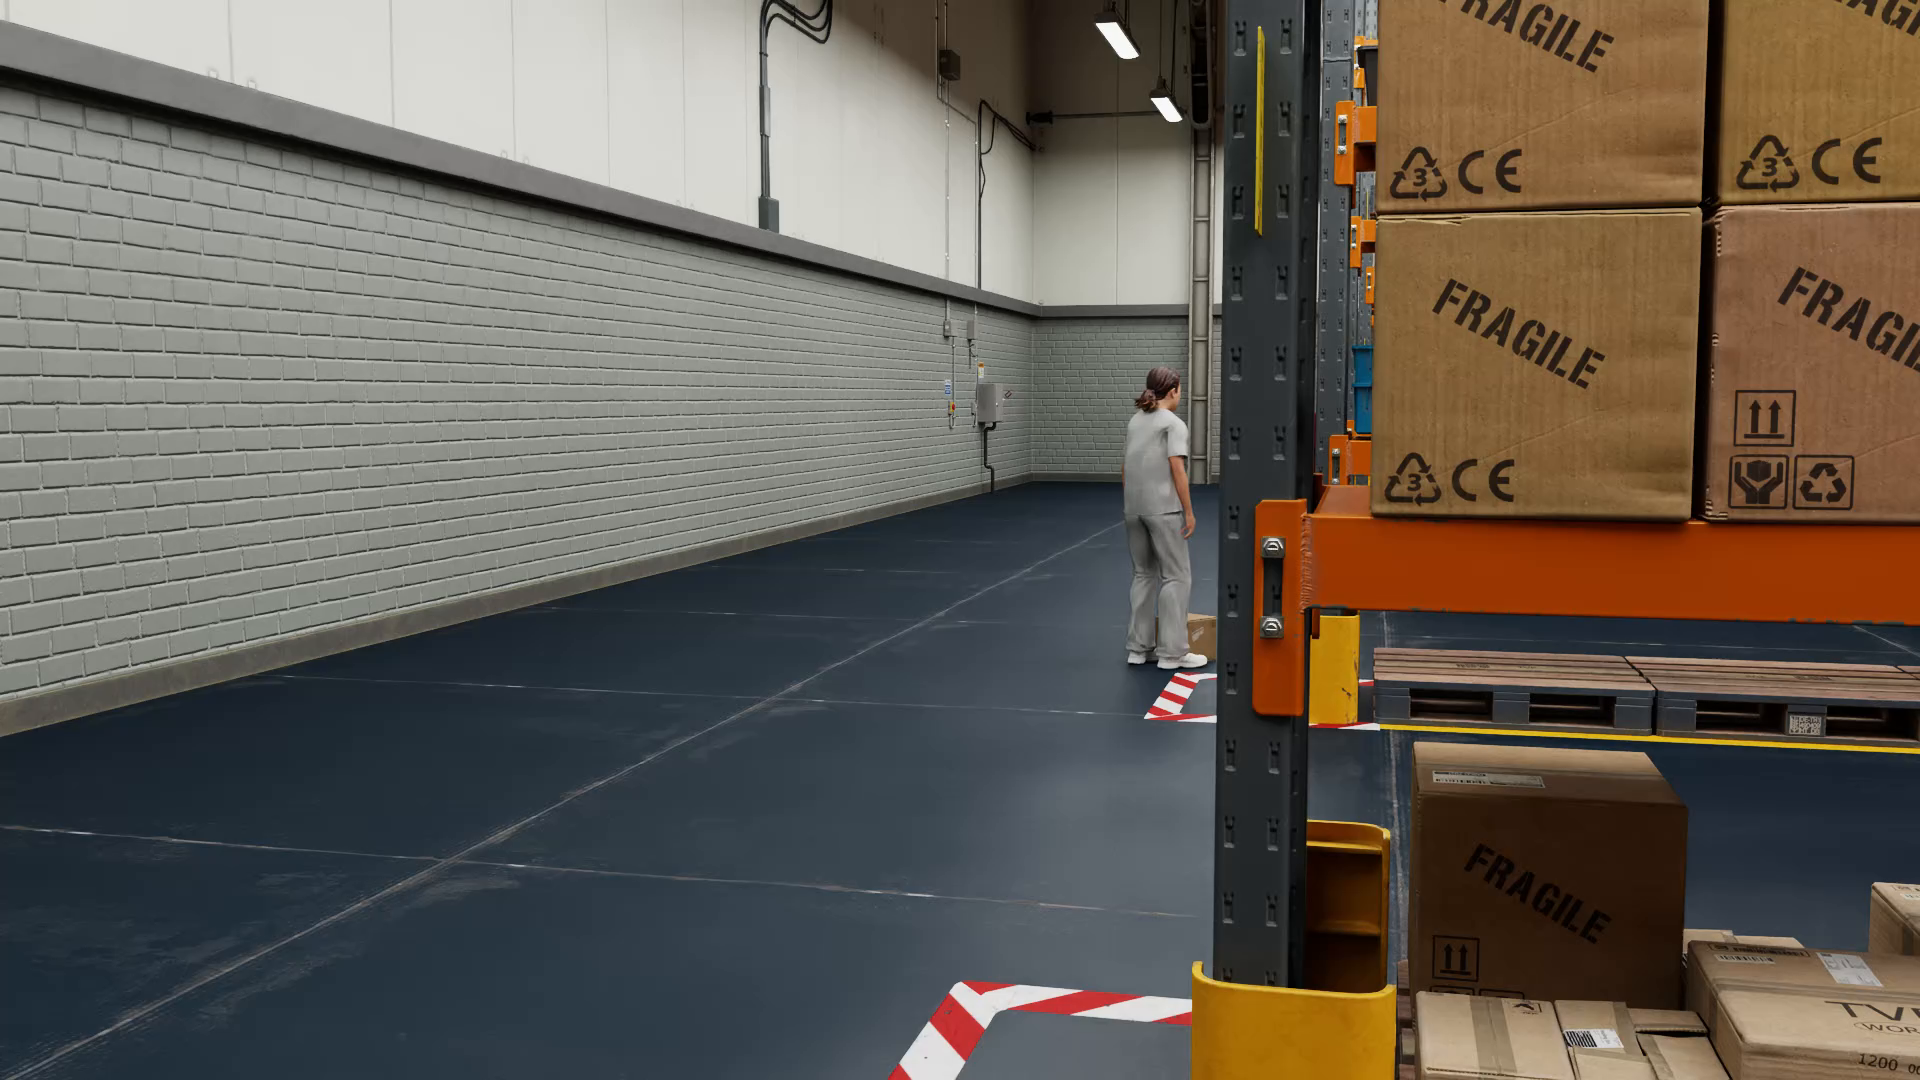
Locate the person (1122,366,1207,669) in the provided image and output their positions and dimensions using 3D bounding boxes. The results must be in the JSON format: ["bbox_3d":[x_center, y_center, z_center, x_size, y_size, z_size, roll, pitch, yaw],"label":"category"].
[{"bbox_3d":[1.107,-0.133,9.285,0.360,1.672,0.485,-4,6,-39],"label":"person"}]
